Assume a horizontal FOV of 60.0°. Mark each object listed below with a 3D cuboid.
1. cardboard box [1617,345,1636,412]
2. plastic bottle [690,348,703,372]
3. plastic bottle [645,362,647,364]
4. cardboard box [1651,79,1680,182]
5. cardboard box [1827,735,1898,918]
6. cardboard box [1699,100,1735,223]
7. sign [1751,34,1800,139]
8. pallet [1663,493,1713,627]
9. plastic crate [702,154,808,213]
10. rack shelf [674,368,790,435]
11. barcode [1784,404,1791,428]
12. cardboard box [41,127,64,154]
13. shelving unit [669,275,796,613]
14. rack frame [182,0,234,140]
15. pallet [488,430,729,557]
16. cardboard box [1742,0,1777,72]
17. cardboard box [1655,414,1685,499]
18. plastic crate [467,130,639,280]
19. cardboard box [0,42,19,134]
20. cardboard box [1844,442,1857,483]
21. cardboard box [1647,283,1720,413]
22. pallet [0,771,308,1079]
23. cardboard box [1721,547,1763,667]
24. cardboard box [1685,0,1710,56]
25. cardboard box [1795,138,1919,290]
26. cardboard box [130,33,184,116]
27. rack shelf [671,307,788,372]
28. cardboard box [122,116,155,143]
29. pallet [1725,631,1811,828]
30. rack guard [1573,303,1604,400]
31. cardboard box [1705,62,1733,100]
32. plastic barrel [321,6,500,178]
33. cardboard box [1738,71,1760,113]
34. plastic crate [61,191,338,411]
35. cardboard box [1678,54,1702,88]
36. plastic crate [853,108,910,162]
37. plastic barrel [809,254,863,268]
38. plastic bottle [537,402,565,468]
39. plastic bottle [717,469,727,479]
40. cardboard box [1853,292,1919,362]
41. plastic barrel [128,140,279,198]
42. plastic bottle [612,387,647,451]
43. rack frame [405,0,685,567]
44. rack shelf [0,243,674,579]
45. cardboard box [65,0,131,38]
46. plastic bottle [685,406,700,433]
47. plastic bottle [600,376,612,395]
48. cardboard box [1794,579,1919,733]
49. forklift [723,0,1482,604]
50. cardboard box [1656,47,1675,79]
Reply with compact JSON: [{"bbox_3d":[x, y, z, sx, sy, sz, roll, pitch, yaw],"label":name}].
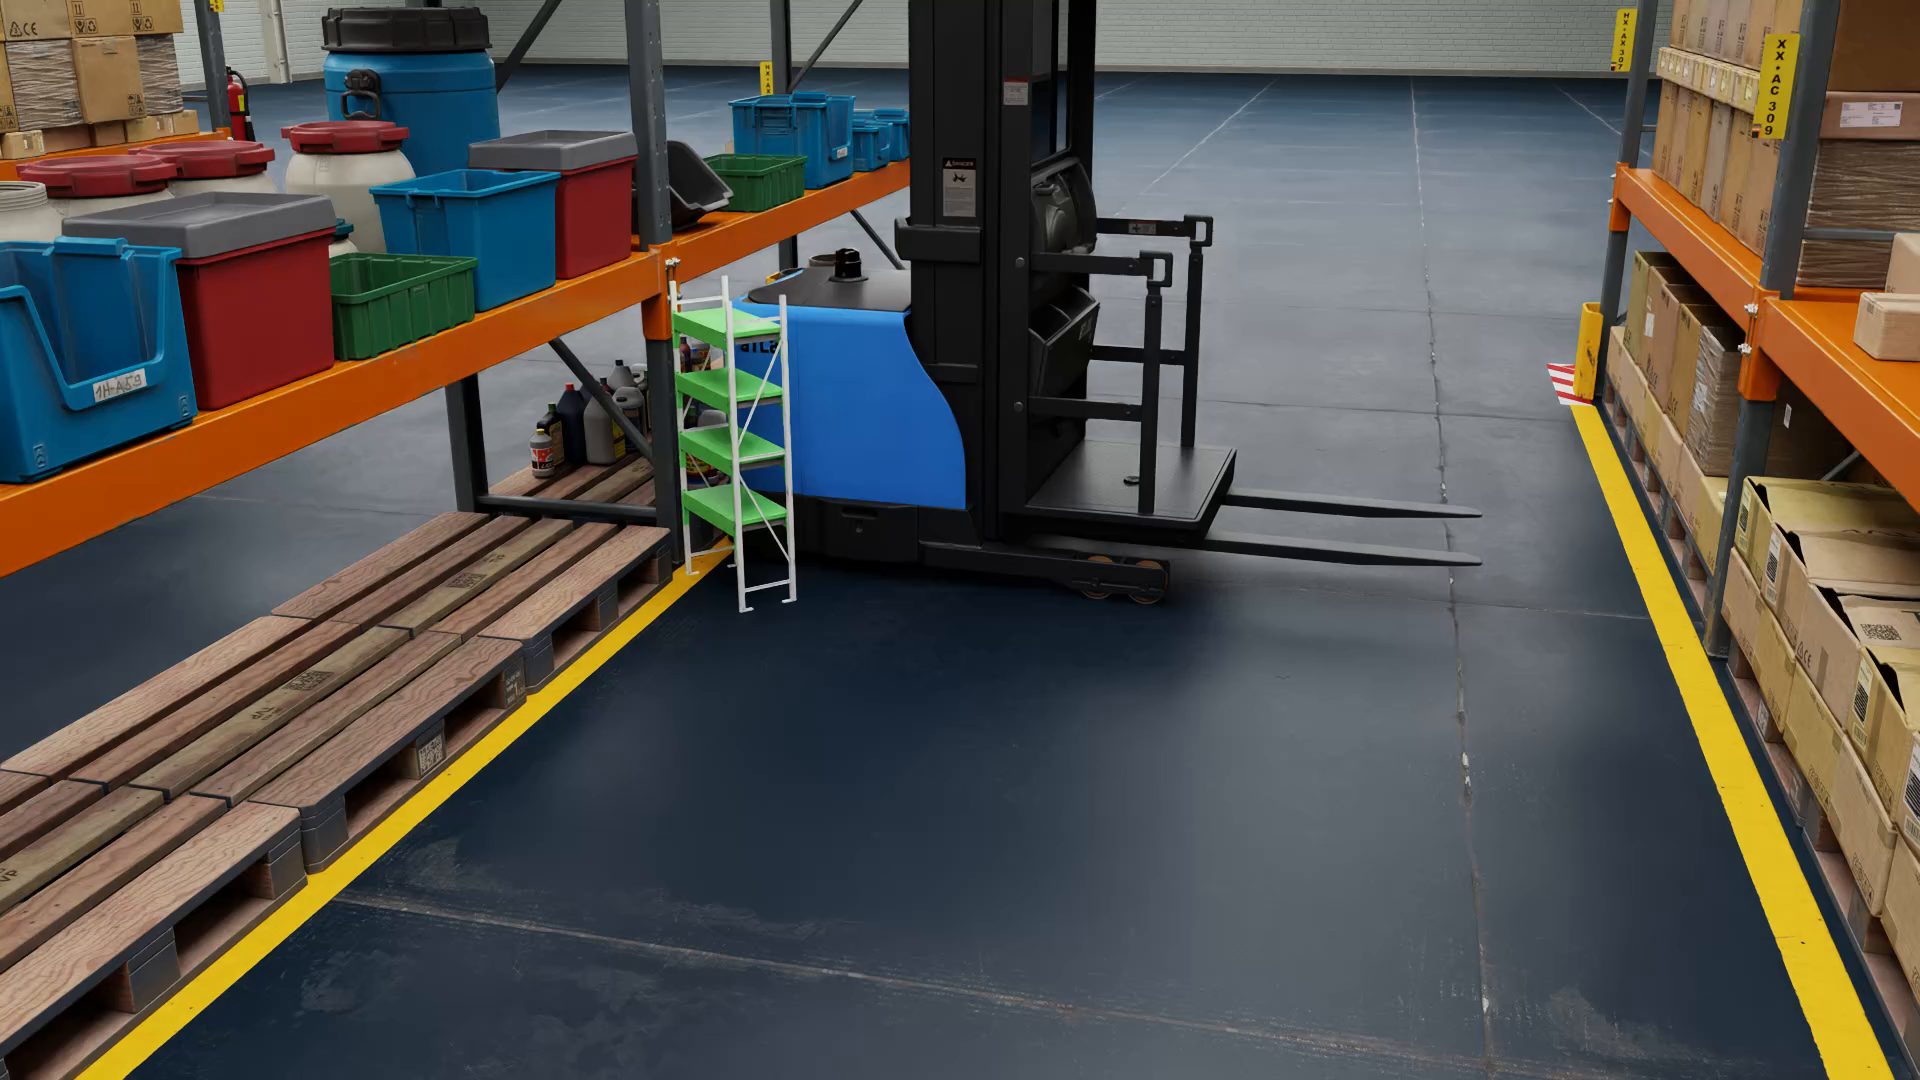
[{"bbox_3d":[3.684,-0.818,8.545,0.500,0.250,0.500,5,19,13],"label":"cardboard box"},{"bbox_3d":[-1.423,-0.928,8.912,0.097,0.201,0.097,0,19,0],"label":"plastic bottle"},{"bbox_3d":[-1.556,-0.791,8.403,0.097,0.271,0.097,0,19,0],"label":"plastic bottle"},{"bbox_3d":[4.023,-2.130,8.627,0.700,0.500,0.500,5,19,13],"label":"cardboard box"},{"bbox_3d":[2.458,0.718,4.050,0.500,0.250,0.500,5,19,14],"label":"cardboard box"},{"bbox_3d":[3.648,-1.644,7.206,0.700,0.500,0.500,5,20,15],"label":"cardboard box"},{"bbox_3d":[2.634,-1.464,5.372,0.100,0.325,0.005,5,19,13],"label":"sign"},{"bbox_3d":[3.407,0.100,6.569,1.003,0.211,1.213,5,19,13],"label":"pallet"},{"bbox_3d":[-1.025,-1.669,7.761,0.450,0.188,0.662,5,19,13],"label":"plastic crate"},{"bbox_3d":[-0.878,-0.545,6.381,0.258,0.148,0.480,-12,22,-31],"label":"rack shelf"},{"bbox_3d":[2.706,-0.406,5.438,0.001,0.075,0.075,5,19,13],"label":"barcode"},{"bbox_3d":[-5.614,-2.393,9.943,0.380,0.149,0.250,5,19,13],"label":"cardboard box"},{"bbox_3d":[-0.878,-0.378,6.438,0.258,1.200,0.503,-12,22,-31],"label":"shelving unit"},{"bbox_3d":[-5.456,-3.011,11.362,1.000,3.000,0.127,5,19,13],"label":"rack frame"},{"bbox_3d":[-1.425,-0.254,7.604,1.003,0.211,1.213,5,19,13],"label":"pallet"},{"bbox_3d":[3.520,-2.090,6.504,0.700,0.500,0.500,5,19,13],"label":"cardboard box"},{"bbox_3d":[3.313,-0.348,7.169,0.500,0.250,0.500,5,19,13],"label":"cardboard box"},{"bbox_3d":[-1.452,-1.220,6.021,0.402,0.464,0.583,5,19,13],"label":"plastic crate"},{"bbox_3d":[-5.920,-2.554,9.408,0.875,0.500,0.500,5,19,13],"label":"cardboard box"},{"bbox_3d":[3.704,-0.504,6.467,0.500,0.500,0.500,5,19,13],"label":"cardboard box"},{"bbox_3d":[3.434,-0.859,7.507,0.500,0.500,0.500,5,19,13],"label":"cardboard box"},{"bbox_3d":[-2.380,0.967,4.029,1.003,0.211,1.213,5,19,13],"label":"pallet"},{"bbox_3d":[2.834,0.236,5.462,0.500,0.250,0.500,4,19,12],"label":"cardboard box"},{"bbox_3d":[3.887,-2.562,7.885,0.700,0.500,0.500,4,19,12],"label":"cardboard box"},{"bbox_3d":[3.275,-1.161,5.790,0.700,0.500,0.500,4,19,12],"label":"cardboard box"},{"bbox_3d":[-5.617,-3.029,10.800,0.875,0.500,0.500,5,19,13],"label":"cardboard box"},{"bbox_3d":[-0.878,-0.772,6.304,0.258,0.148,0.480,-12,22,-31],"label":"rack shelf"},{"bbox_3d":[-5.398,-2.626,10.623,0.380,0.149,0.250,5,19,13],"label":"cardboard box"},{"bbox_3d":[3.030,0.580,5.163,1.003,0.211,1.213,5,19,13],"label":"pallet"},{"bbox_3d":[4.155,-1.052,9.494,1.175,0.500,0.348,5,19,13],"label":"rack guard"},{"bbox_3d":[3.469,-1.994,7.227,0.380,0.149,0.250,5,19,14],"label":"cardboard box"},{"bbox_3d":[-2.018,-1.506,6.181,0.600,0.901,0.708,5,19,13],"label":"plastic barrel"},{"bbox_3d":[3.281,-1.749,6.509,0.380,0.149,0.250,5,19,13],"label":"cardboard box"},{"bbox_3d":[-1.916,-0.625,4.278,0.402,0.464,0.583,5,19,13],"label":"plastic crate"},{"bbox_3d":[3.657,-2.236,7.935,0.380,0.149,0.250,4,19,13],"label":"cardboard box"},{"bbox_3d":[-0.485,-2.369,9.713,0.499,0.251,0.616,5,19,13],"label":"plastic crate"},{"bbox_3d":[-0.739,-1.429,9.930,0.421,0.512,0.421,0,19,0],"label":"plastic barrel"},{"bbox_3d":[-1.832,-0.466,7.432,0.061,0.283,0.133,6,20,16],"label":"plastic bottle"},{"bbox_3d":[-1.077,-0.379,7.305,0.097,0.201,0.097,0,19,0],"label":"plastic bottle"},{"bbox_3d":[2.758,-0.593,4.673,0.380,0.149,0.250,5,19,13],"label":"cardboard box"},{"bbox_3d":[-2.256,-0.918,5.024,0.433,0.535,0.433,0,19,0],"label":"plastic barrel"},{"bbox_3d":[-1.555,-0.566,7.738,0.152,0.276,0.135,5,19,13],"label":"plastic bottle"},{"bbox_3d":[-1.630,-1.366,6.547,1.000,3.000,0.127,5,19,13],"label":"rack frame"},{"bbox_3d":[-2.119,-0.399,4.828,1.077,0.370,4.000,5,19,13],"label":"rack shelf"},{"bbox_3d":[-5.467,-3.323,10.114,0.500,0.500,0.500,5,19,13],"label":"cardboard box"},{"bbox_3d":[-1.178,-0.466,7.433,0.061,0.283,0.133,5,19,13],"label":"plastic bottle"},{"bbox_3d":[-1.706,-0.628,7.907,0.061,0.283,0.133,6,20,17],"label":"plastic bottle"},{"bbox_3d":[2.577,0.292,4.429,0.500,0.311,0.500,4,19,12],"label":"cardboard box"},{"bbox_3d":[0.601,-1.329,6.544,3.031,2.935,1.130,5,20,16],"label":"forklift"},{"bbox_3d":[3.845,-2.476,8.637,0.380,0.149,0.250,5,19,13],"label":"cardboard box"}]
